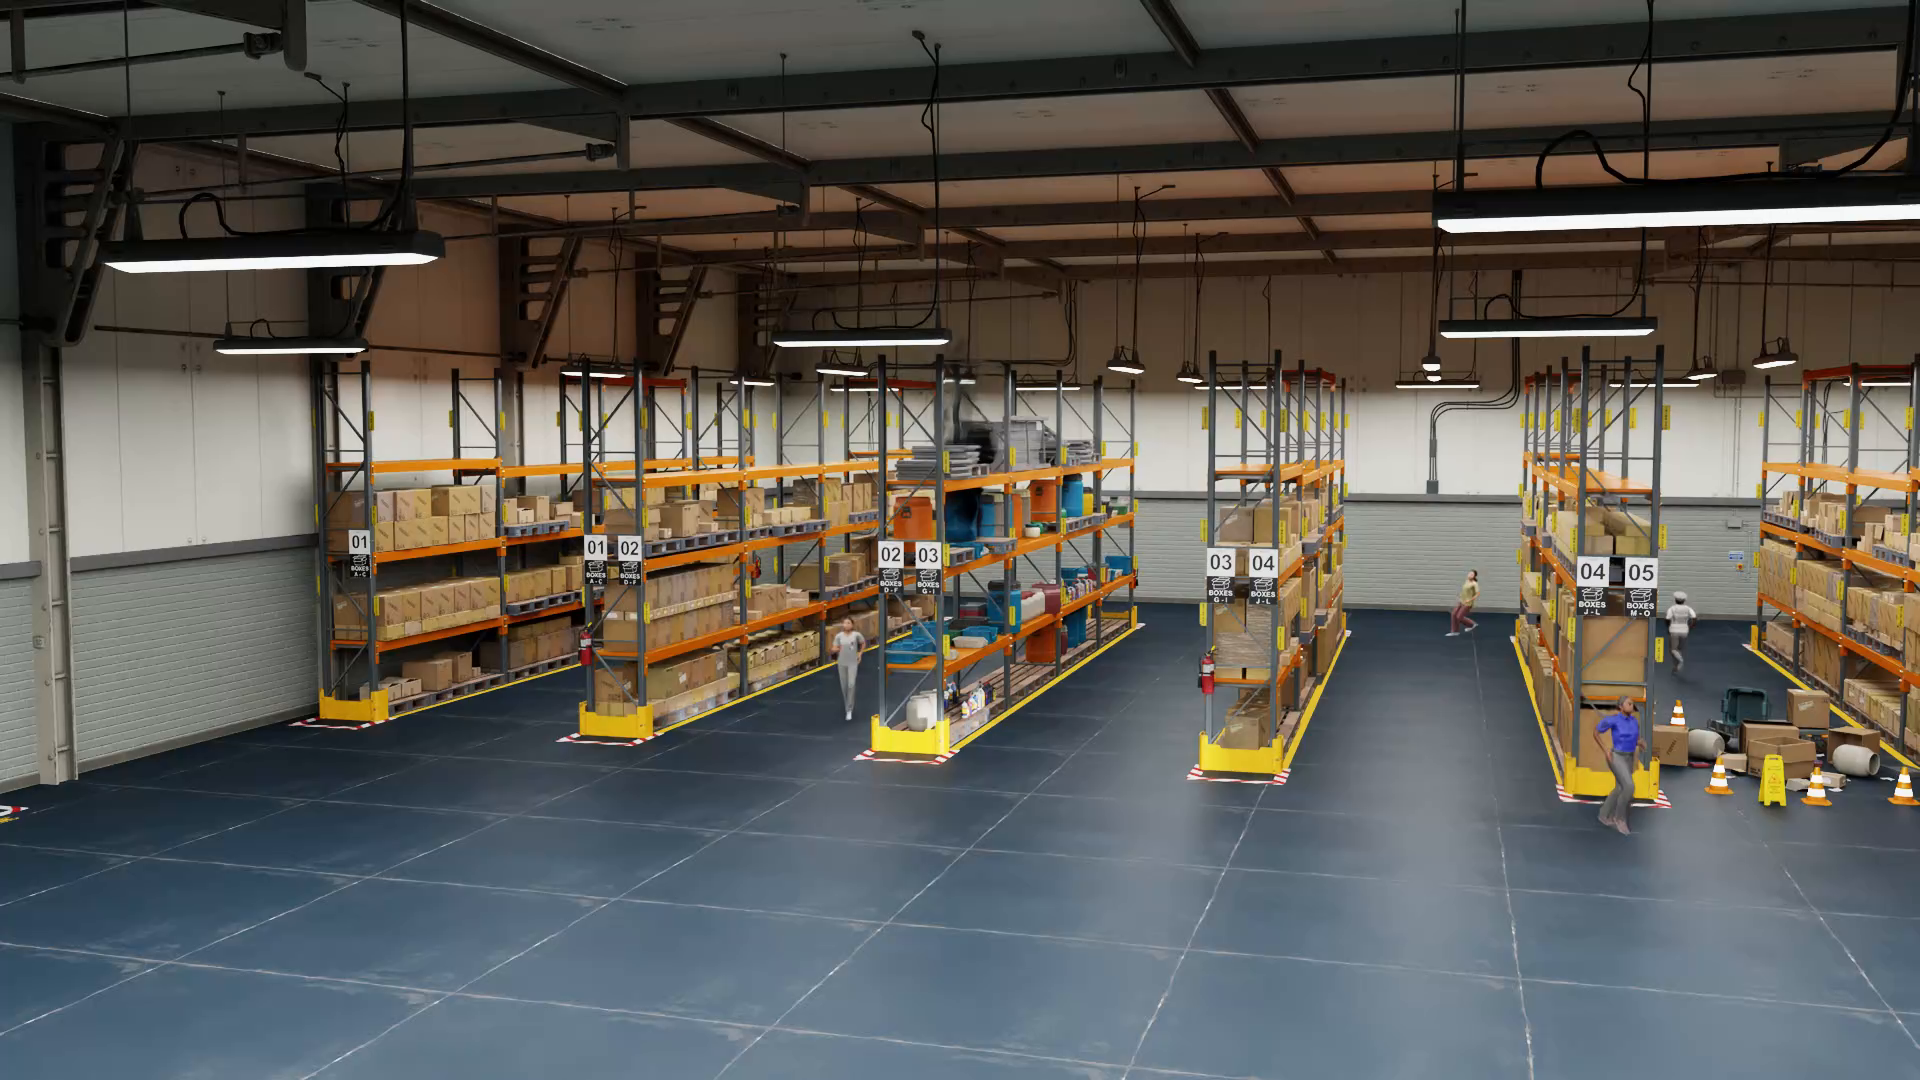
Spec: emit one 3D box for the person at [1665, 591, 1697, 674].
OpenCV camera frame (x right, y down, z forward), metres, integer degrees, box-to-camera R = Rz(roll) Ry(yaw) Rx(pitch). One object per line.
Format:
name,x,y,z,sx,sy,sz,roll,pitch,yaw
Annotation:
person,14.117,1.851,32.616,0.578,1.691,0.792,0,4,4

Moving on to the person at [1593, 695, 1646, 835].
person,8.114,2.741,20.337,0.562,1.682,0.623,-2,5,-28

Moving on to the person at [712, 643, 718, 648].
person,-5.004,1.735,33.518,0.682,1.824,0.811,1,4,18

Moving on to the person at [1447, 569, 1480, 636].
person,11.740,1.467,38.597,0.577,1.599,0.664,-1,4,-17

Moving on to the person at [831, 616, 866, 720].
person,-1.890,2.138,28.098,0.554,1.700,0.807,0,4,6
